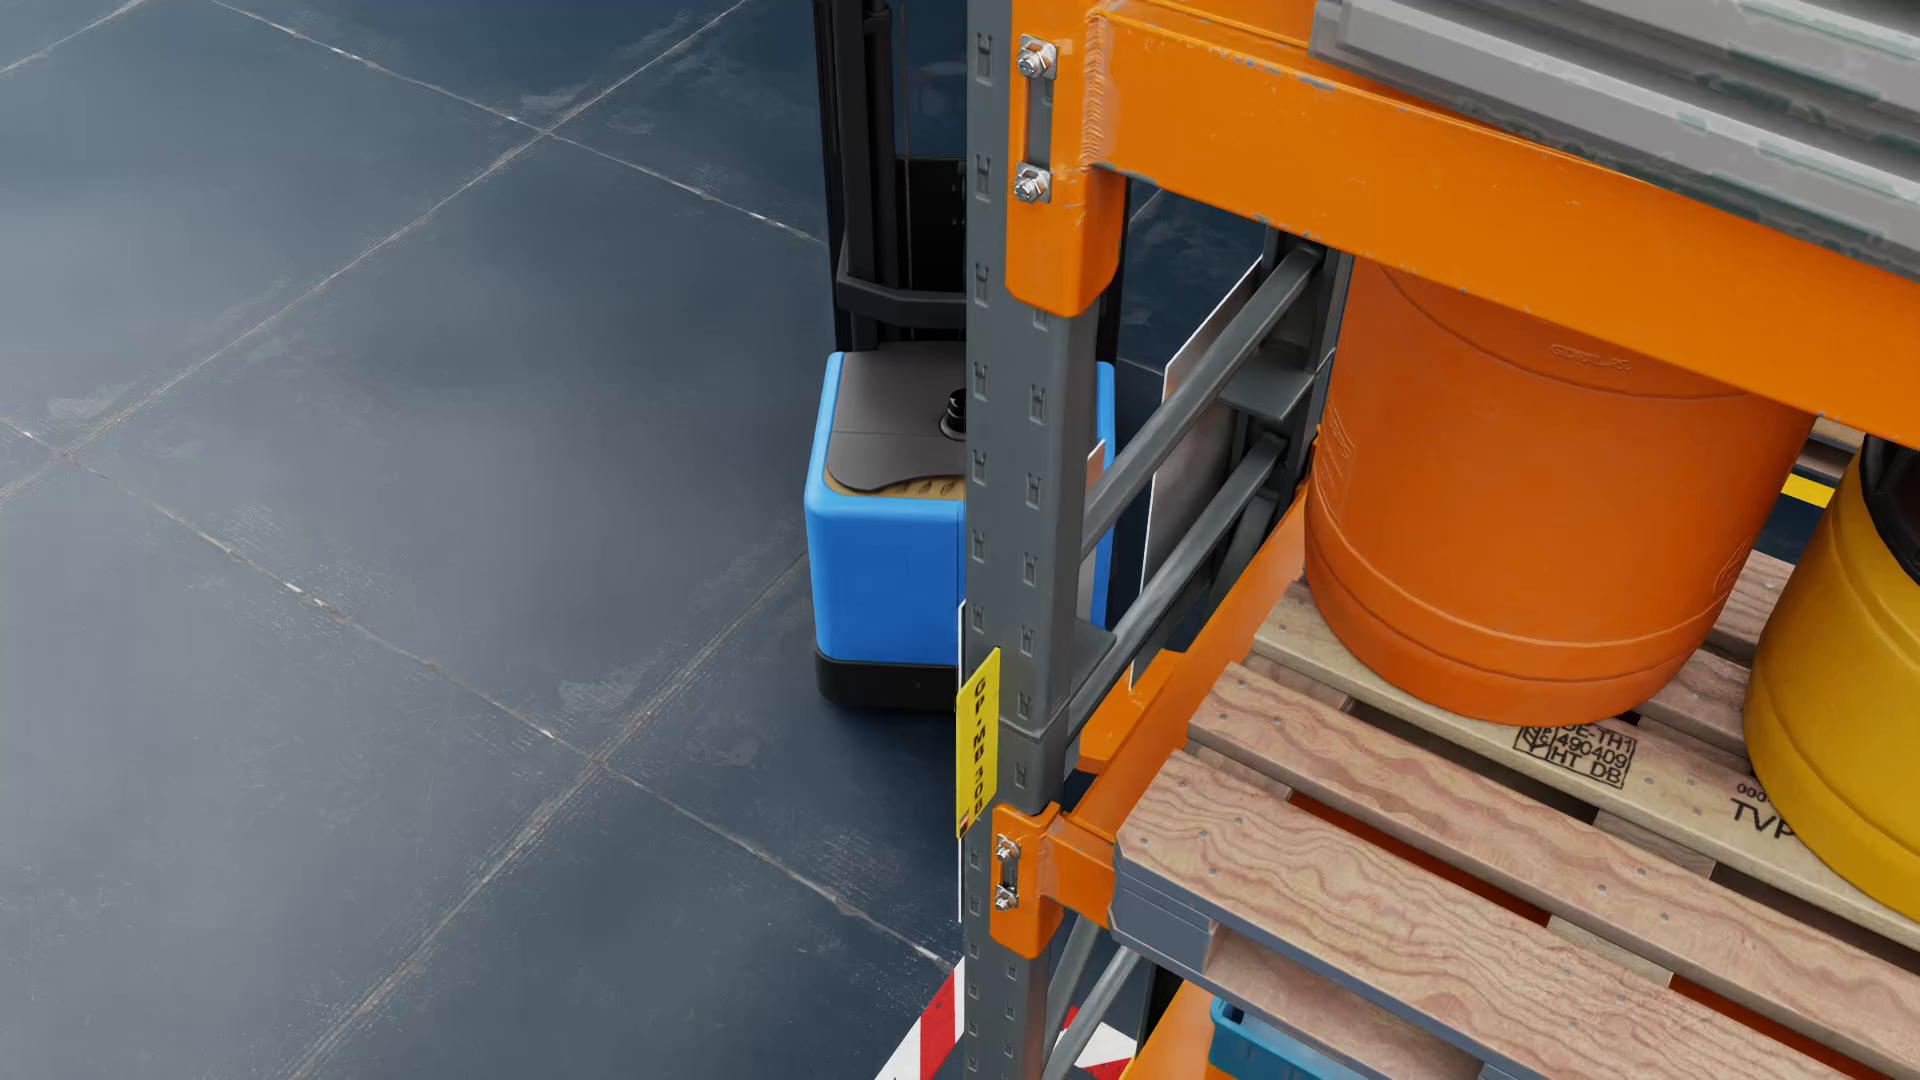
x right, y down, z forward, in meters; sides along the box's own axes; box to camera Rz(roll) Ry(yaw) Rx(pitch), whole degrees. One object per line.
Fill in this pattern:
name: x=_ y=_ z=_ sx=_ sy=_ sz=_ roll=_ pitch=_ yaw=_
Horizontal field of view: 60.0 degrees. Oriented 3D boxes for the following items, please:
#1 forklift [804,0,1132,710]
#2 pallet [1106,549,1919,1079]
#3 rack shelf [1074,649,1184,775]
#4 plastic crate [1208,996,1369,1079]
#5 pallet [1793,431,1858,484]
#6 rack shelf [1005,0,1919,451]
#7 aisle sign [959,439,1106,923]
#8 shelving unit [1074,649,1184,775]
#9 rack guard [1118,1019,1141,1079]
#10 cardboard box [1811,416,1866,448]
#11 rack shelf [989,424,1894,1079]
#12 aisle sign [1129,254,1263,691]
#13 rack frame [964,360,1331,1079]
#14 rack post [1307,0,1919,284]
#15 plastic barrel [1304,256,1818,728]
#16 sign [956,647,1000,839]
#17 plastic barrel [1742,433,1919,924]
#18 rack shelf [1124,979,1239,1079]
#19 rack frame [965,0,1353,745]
forklift: x=0.078 y=-1.436 z=6.102 sx=1.130 sy=2.935 sz=3.031 roll=2 pitch=46 yaw=2
pallet: x=0.968 y=0.402 z=2.308 sx=1.213 sy=0.211 sz=1.003 roll=25 pitch=51 yaw=22
rack shelf: x=0.650 y=0.599 z=5.373 sx=1.000 sy=0.185 sz=0.538 roll=12 pitch=47 yaw=12
plastic crate: x=0.908 y=1.067 z=3.725 sx=0.616 sy=0.251 sz=0.499 roll=25 pitch=51 yaw=22
pallet: x=3.668 y=-0.744 z=7.326 sx=1.213 sy=0.211 sz=1.003 roll=25 pitch=51 yaw=22
rack shelf: x=2.008 y=0.076 z=1.182 sx=4.000 sy=0.370 sz=1.077 roll=25 pitch=51 yaw=22
aisle sign: x=0.106 y=0.245 z=2.608 sx=0.004 sy=0.787 sz=0.394 roll=25 pitch=51 yaw=22
shelving unit: x=0.658 y=0.475 z=5.242 sx=1.083 sy=1.500 sz=0.587 roll=12 pitch=47 yaw=12
rack guard: x=0.414 y=1.874 z=4.580 sx=0.348 sy=0.500 sz=1.175 roll=25 pitch=51 yaw=22
cardboard box: x=3.756 y=-0.642 z=6.906 sx=0.500 sy=0.250 sz=0.500 roll=25 pitch=51 yaw=22
rack shelf: x=2.008 y=0.982 z=2.115 sx=4.000 sy=0.370 sz=1.077 roll=25 pitch=51 yaw=22
aisle sign: x=0.424 y=-0.111 z=2.954 sx=0.004 sy=0.787 sz=0.394 roll=25 pitch=51 yaw=22
rack frame: x=0.325 y=1.002 z=3.685 sx=0.127 sy=3.000 sz=1.000 roll=25 pitch=51 yaw=22
rack post: x=0.892 y=-0.545 z=1.354 sx=0.954 sy=0.300 sz=0.937 roll=30 pitch=53 yaw=26
plastic barrel: x=0.802 y=-0.228 z=2.196 sx=0.708 sy=0.830 sz=0.600 roll=25 pitch=51 yaw=22
sign: x=0.024 y=0.284 z=2.285 sx=0.005 sy=0.325 sz=0.100 roll=25 pitch=51 yaw=22
plastic barrel: x=1.353 y=0.109 z=2.037 sx=0.600 sy=0.588 sz=0.600 roll=0 pitch=46 yaw=0
rack shelf: x=2.008 y=2.027 z=3.190 sx=4.000 sy=0.370 sz=1.077 roll=25 pitch=51 yaw=22
rack frame: x=0.325 y=-1.089 z=1.533 sx=0.127 sy=3.000 sz=1.000 roll=25 pitch=51 yaw=22
